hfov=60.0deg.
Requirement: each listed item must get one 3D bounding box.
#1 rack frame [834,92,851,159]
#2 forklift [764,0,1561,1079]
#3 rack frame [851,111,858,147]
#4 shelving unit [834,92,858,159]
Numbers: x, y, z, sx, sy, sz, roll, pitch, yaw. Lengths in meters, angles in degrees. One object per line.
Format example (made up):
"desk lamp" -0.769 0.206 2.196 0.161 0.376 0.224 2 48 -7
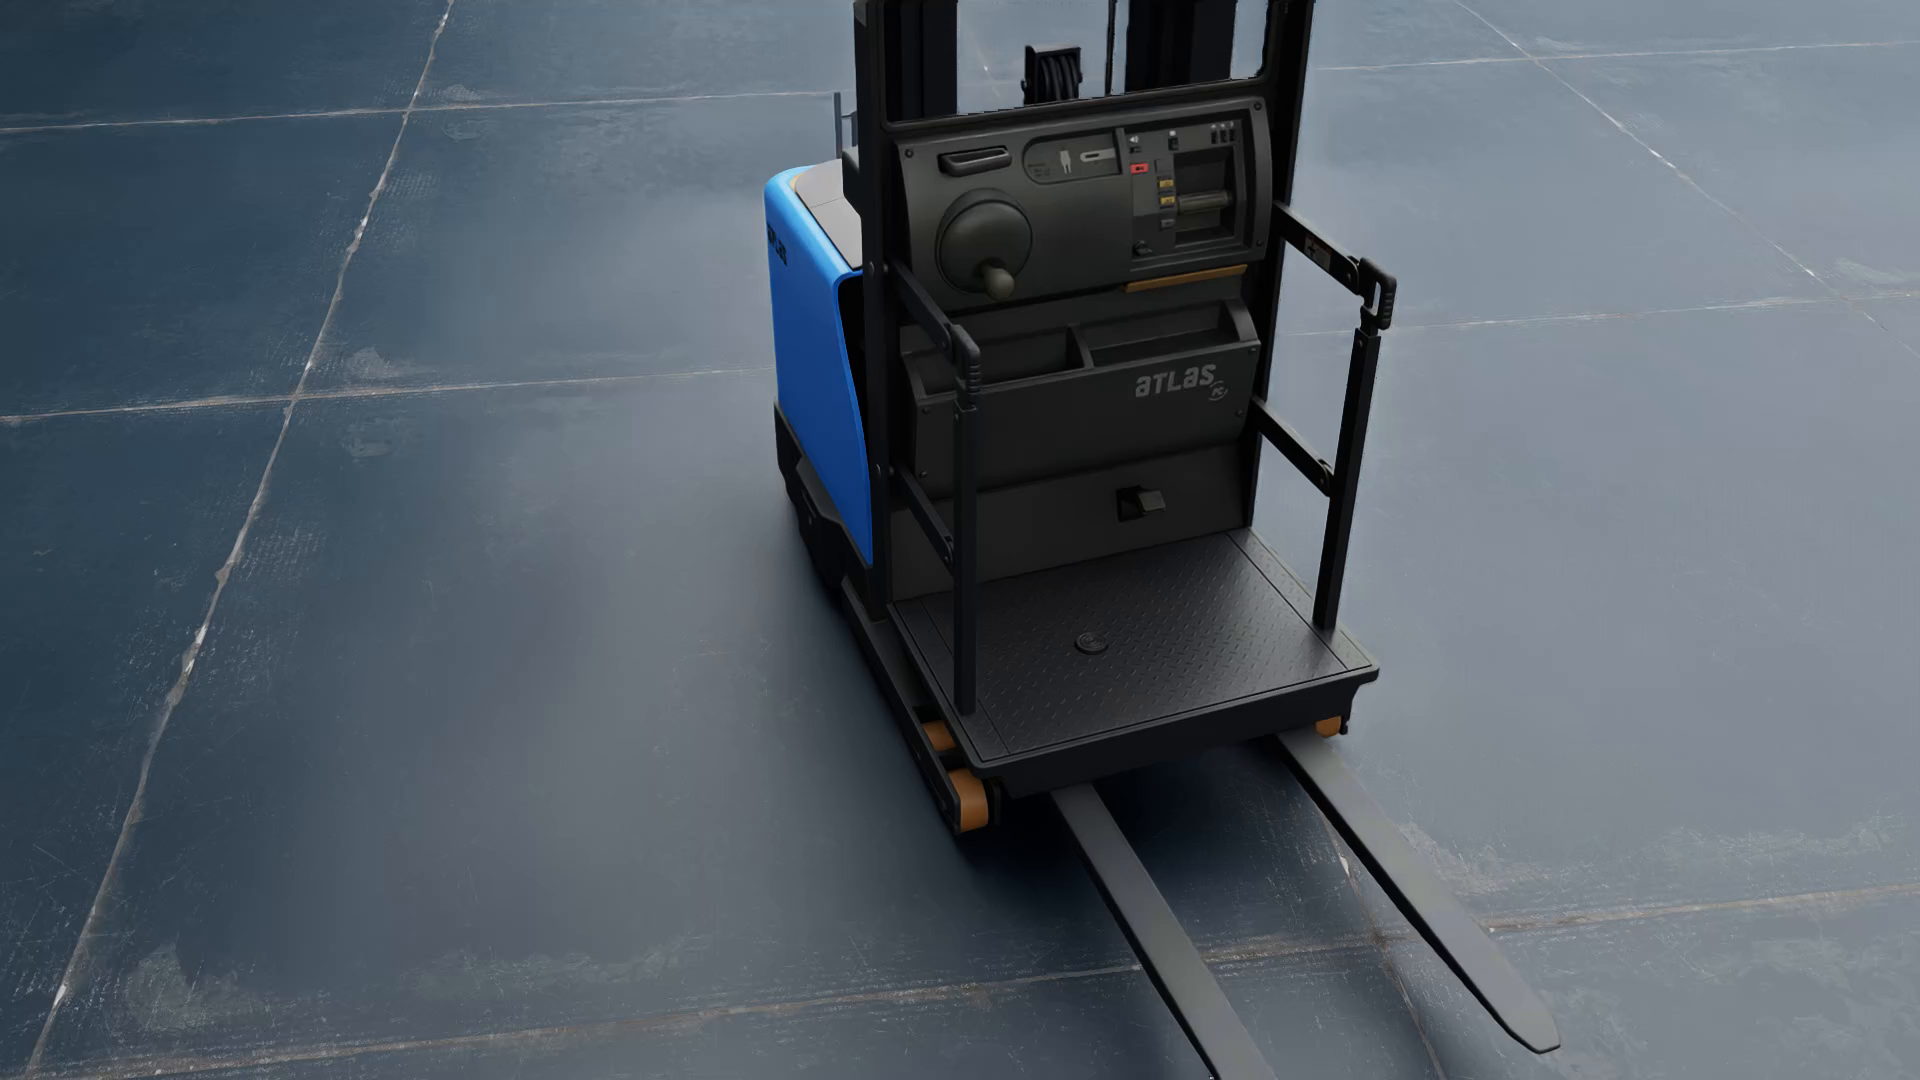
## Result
"rack frame" -0.278 -0.914 5.526 0.240 1.200 0.006 -12 36 -17
"forklift" 0.383 -0.743 3.737 1.130 2.935 3.031 -12 36 -17
"rack frame" -0.215 -0.817 5.384 0.240 1.200 0.006 -12 36 -17
"shelving unit" -0.246 -0.866 5.455 0.258 1.200 0.189 -12 36 -17
